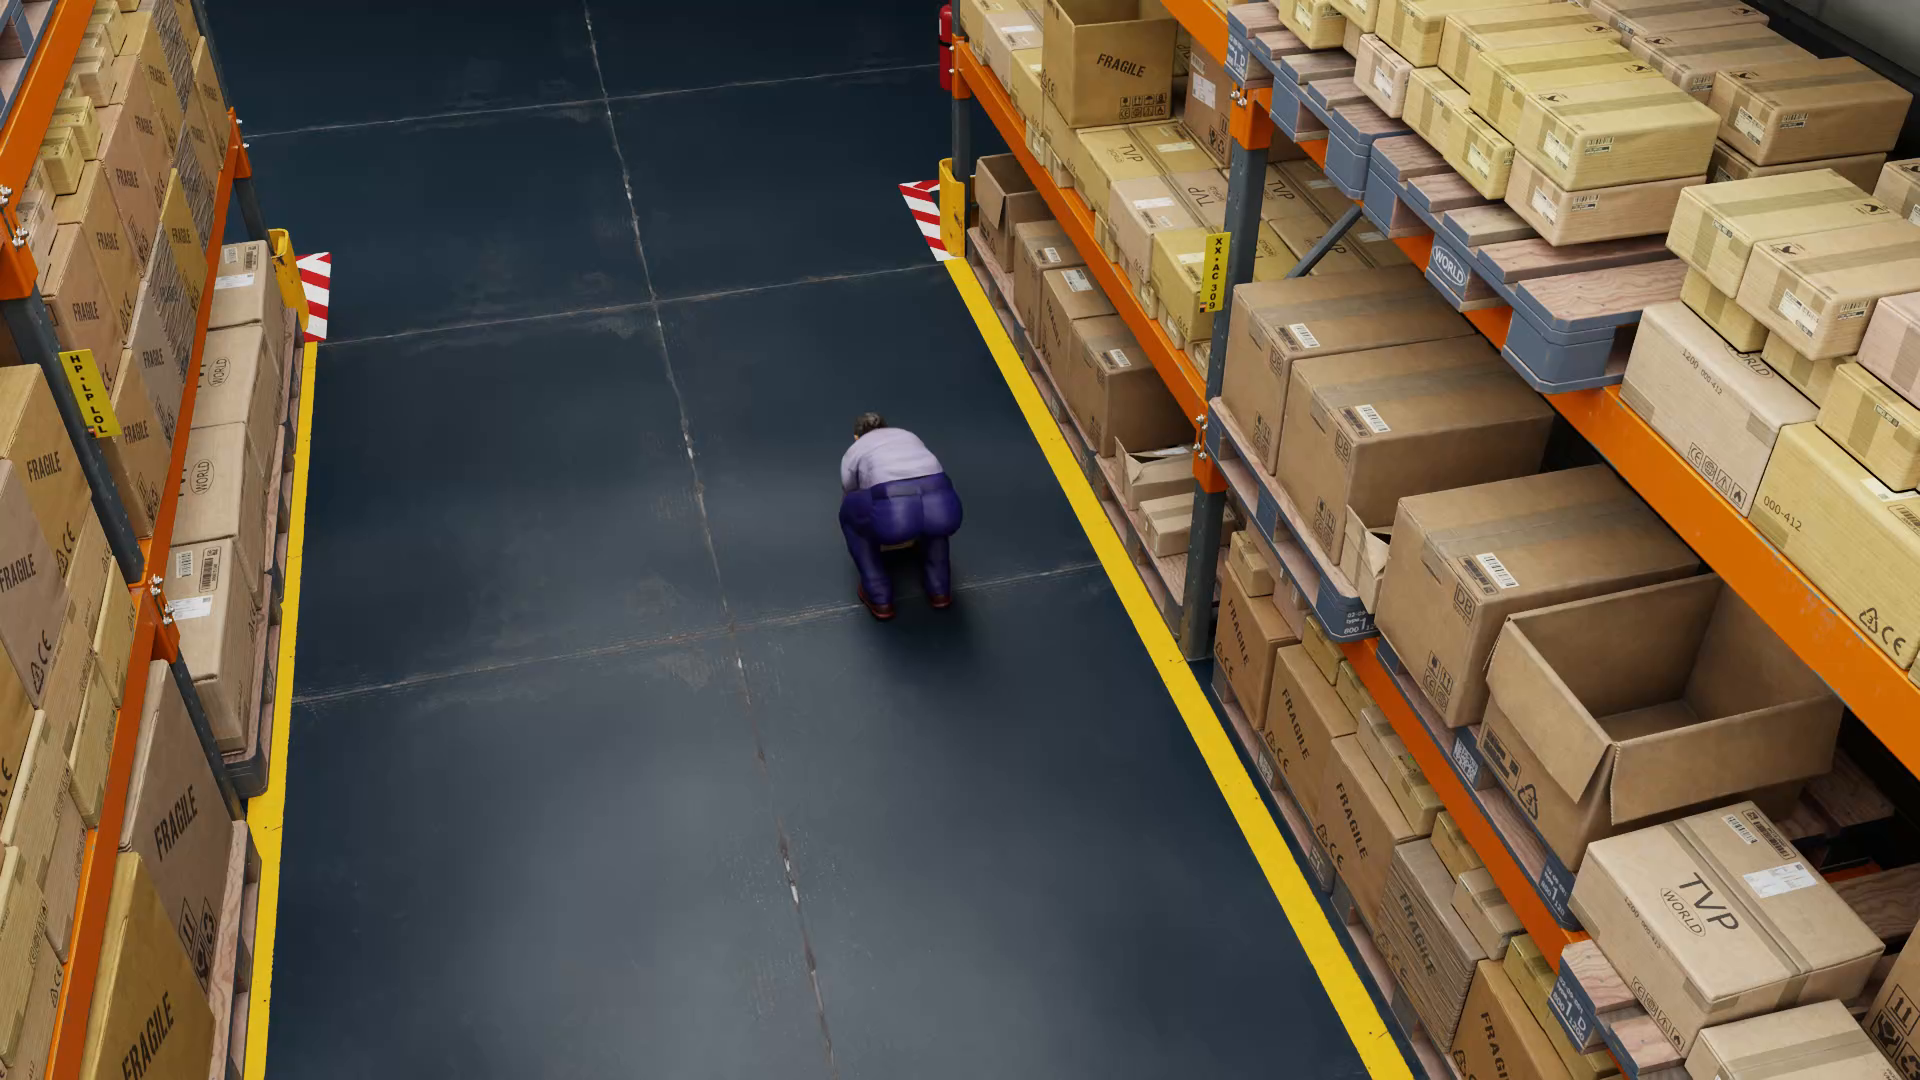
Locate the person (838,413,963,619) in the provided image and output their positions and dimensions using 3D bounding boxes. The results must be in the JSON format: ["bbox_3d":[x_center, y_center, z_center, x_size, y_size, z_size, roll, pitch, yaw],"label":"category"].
[{"bbox_3d":[-0.296,-0.136,7.588,0.522,0.807,0.903,-11,40,-14],"label":"person"}]
